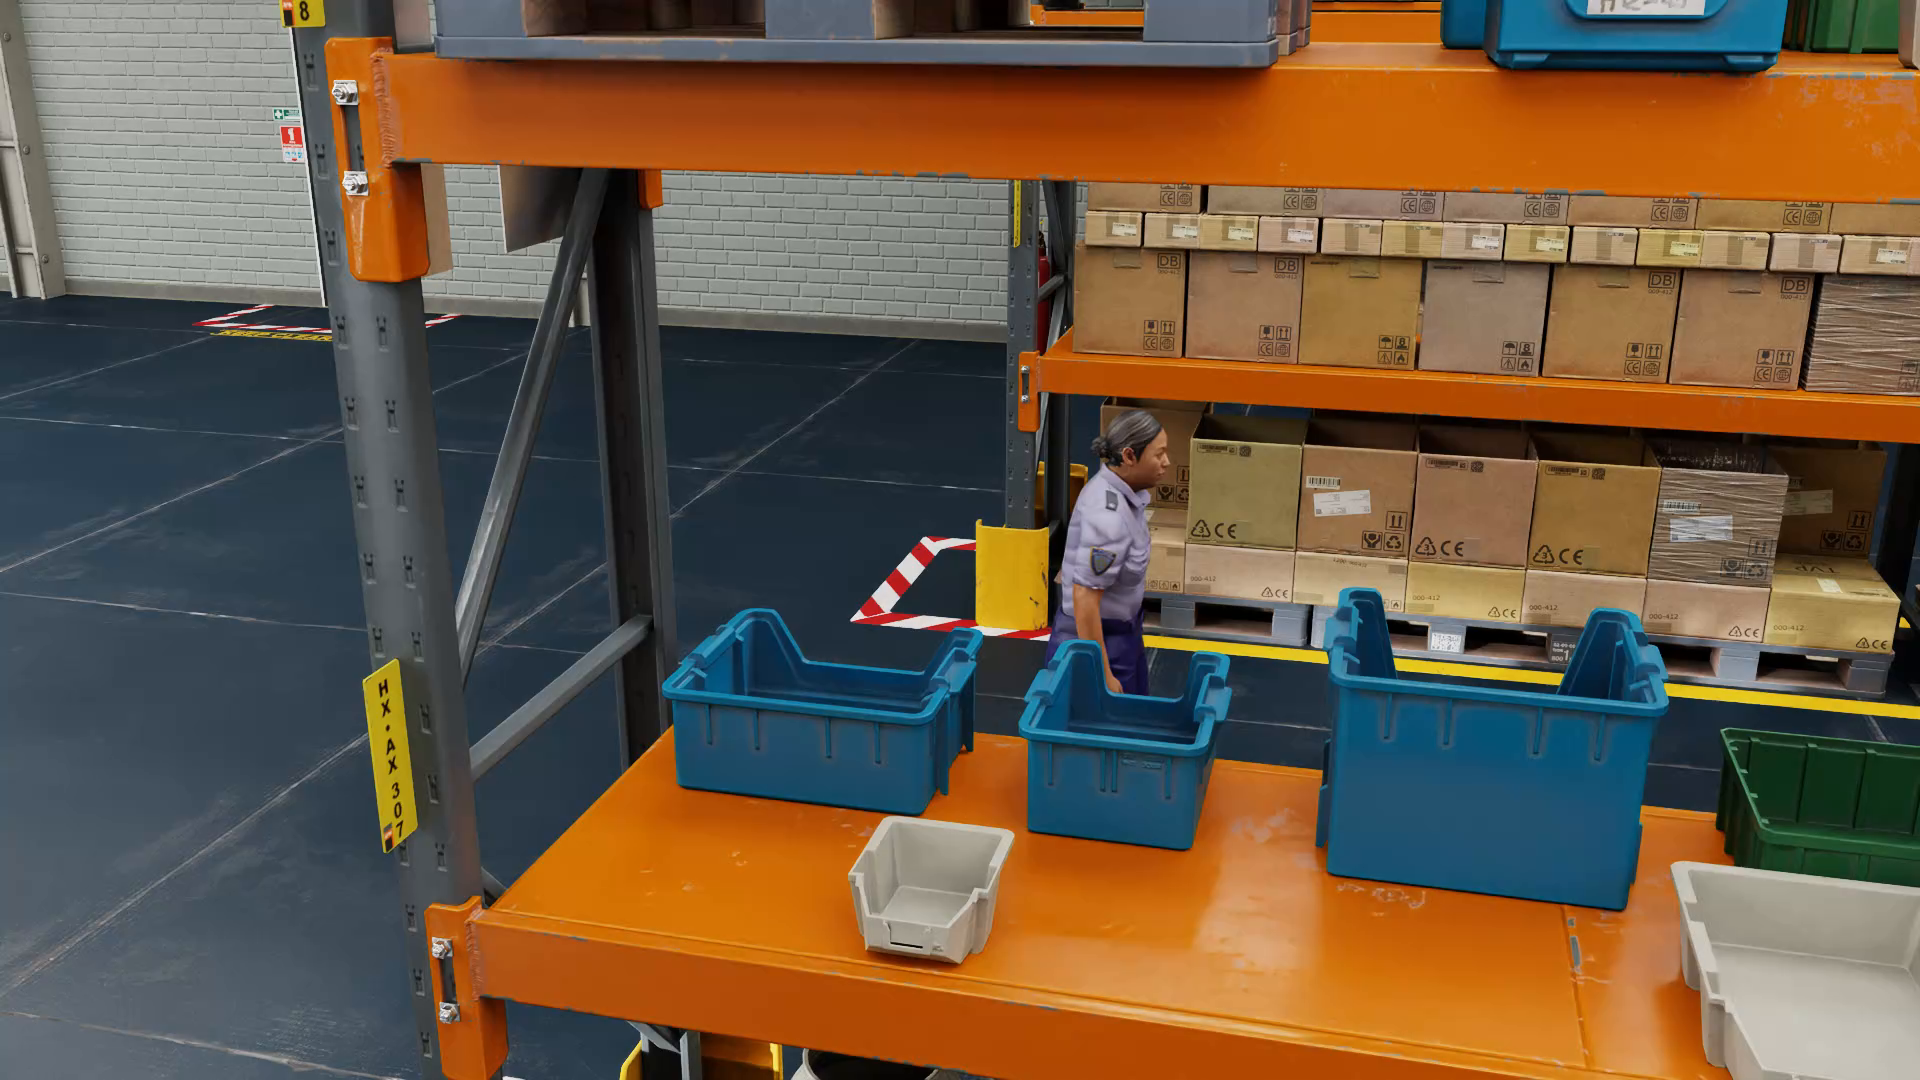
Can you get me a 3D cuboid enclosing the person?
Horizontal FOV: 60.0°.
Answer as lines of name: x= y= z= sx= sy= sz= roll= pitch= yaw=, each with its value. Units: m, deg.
person: x=0.498 y=0.381 z=5.426 sx=0.414 sy=1.651 sz=0.545 roll=4 pitch=19 yaw=13
